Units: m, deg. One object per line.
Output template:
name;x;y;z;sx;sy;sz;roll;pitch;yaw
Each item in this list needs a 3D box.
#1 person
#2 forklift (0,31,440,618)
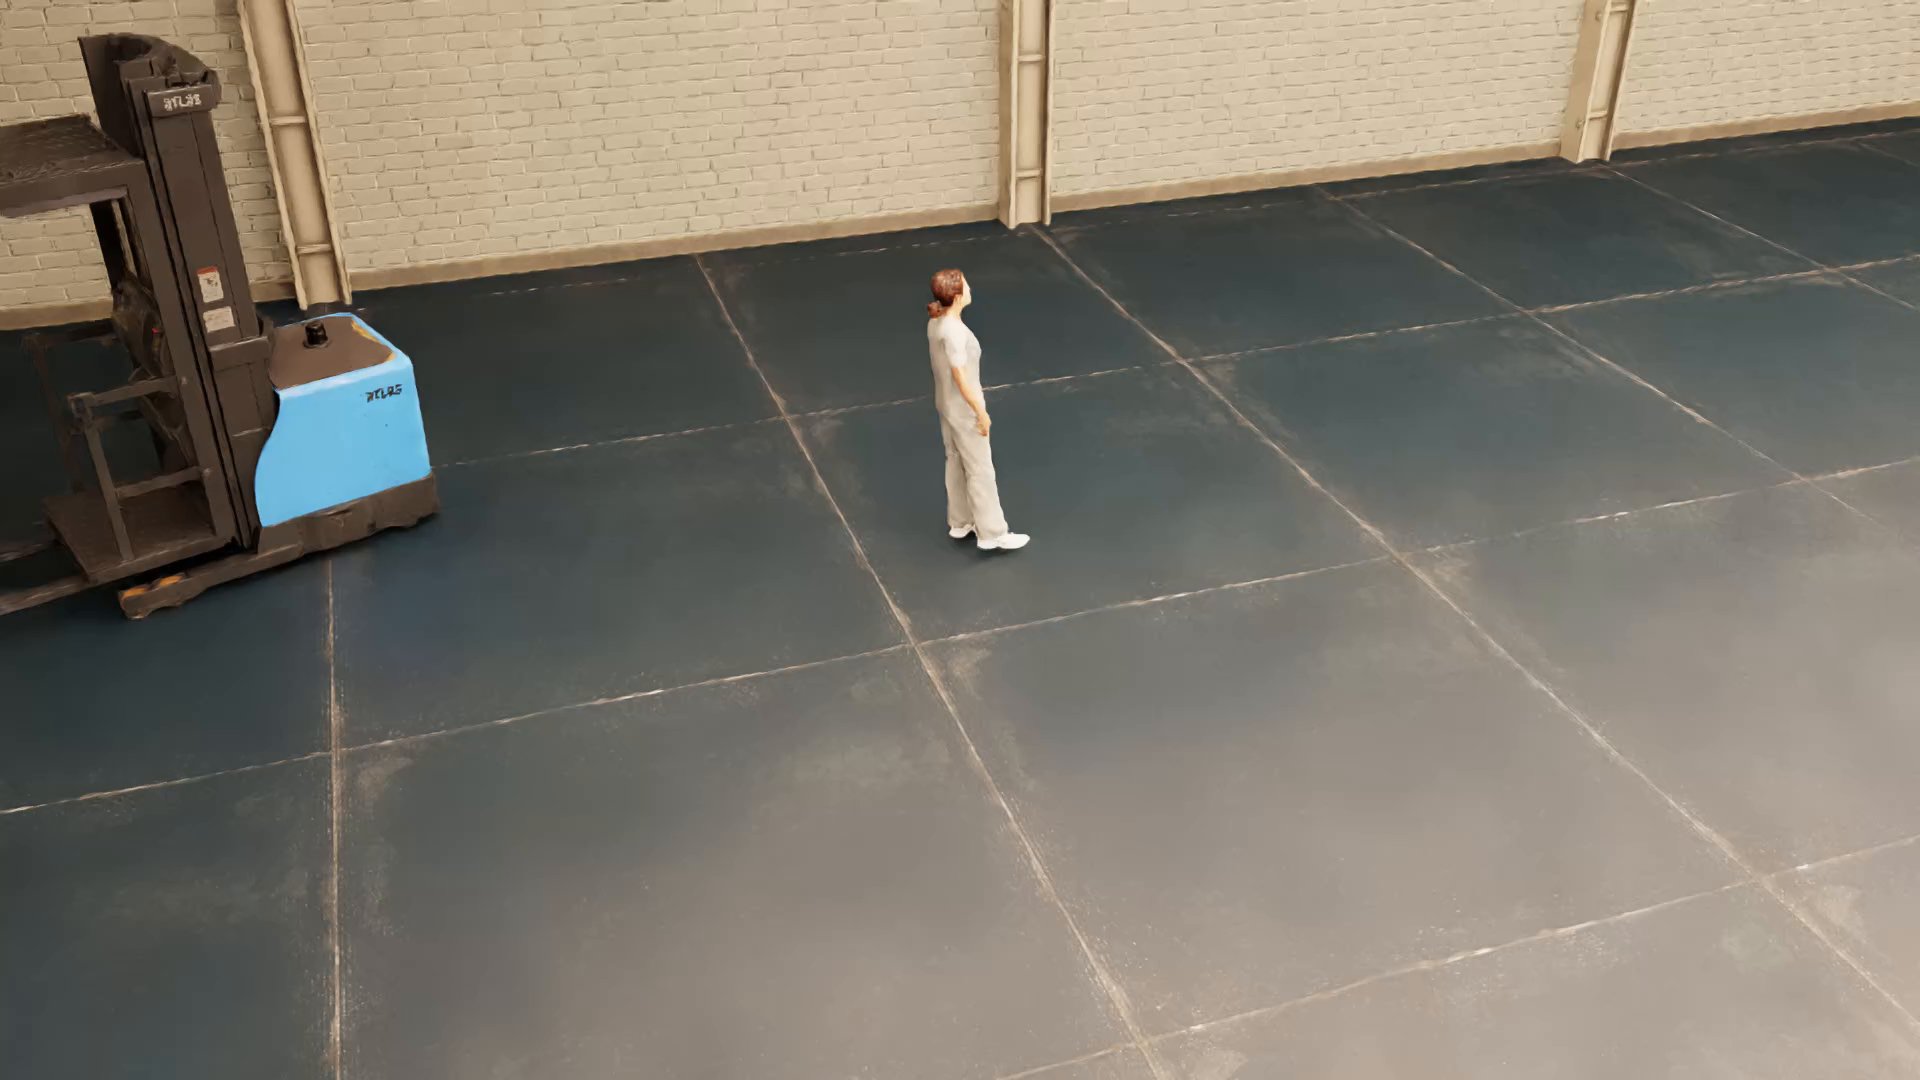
person;0.073;-0.772;9.594;0.549;1.673;0.550;-10;31;-16
forklift;-4.671;-1.132;9.054;3.031;2.935;1.130;-22;36;-33
